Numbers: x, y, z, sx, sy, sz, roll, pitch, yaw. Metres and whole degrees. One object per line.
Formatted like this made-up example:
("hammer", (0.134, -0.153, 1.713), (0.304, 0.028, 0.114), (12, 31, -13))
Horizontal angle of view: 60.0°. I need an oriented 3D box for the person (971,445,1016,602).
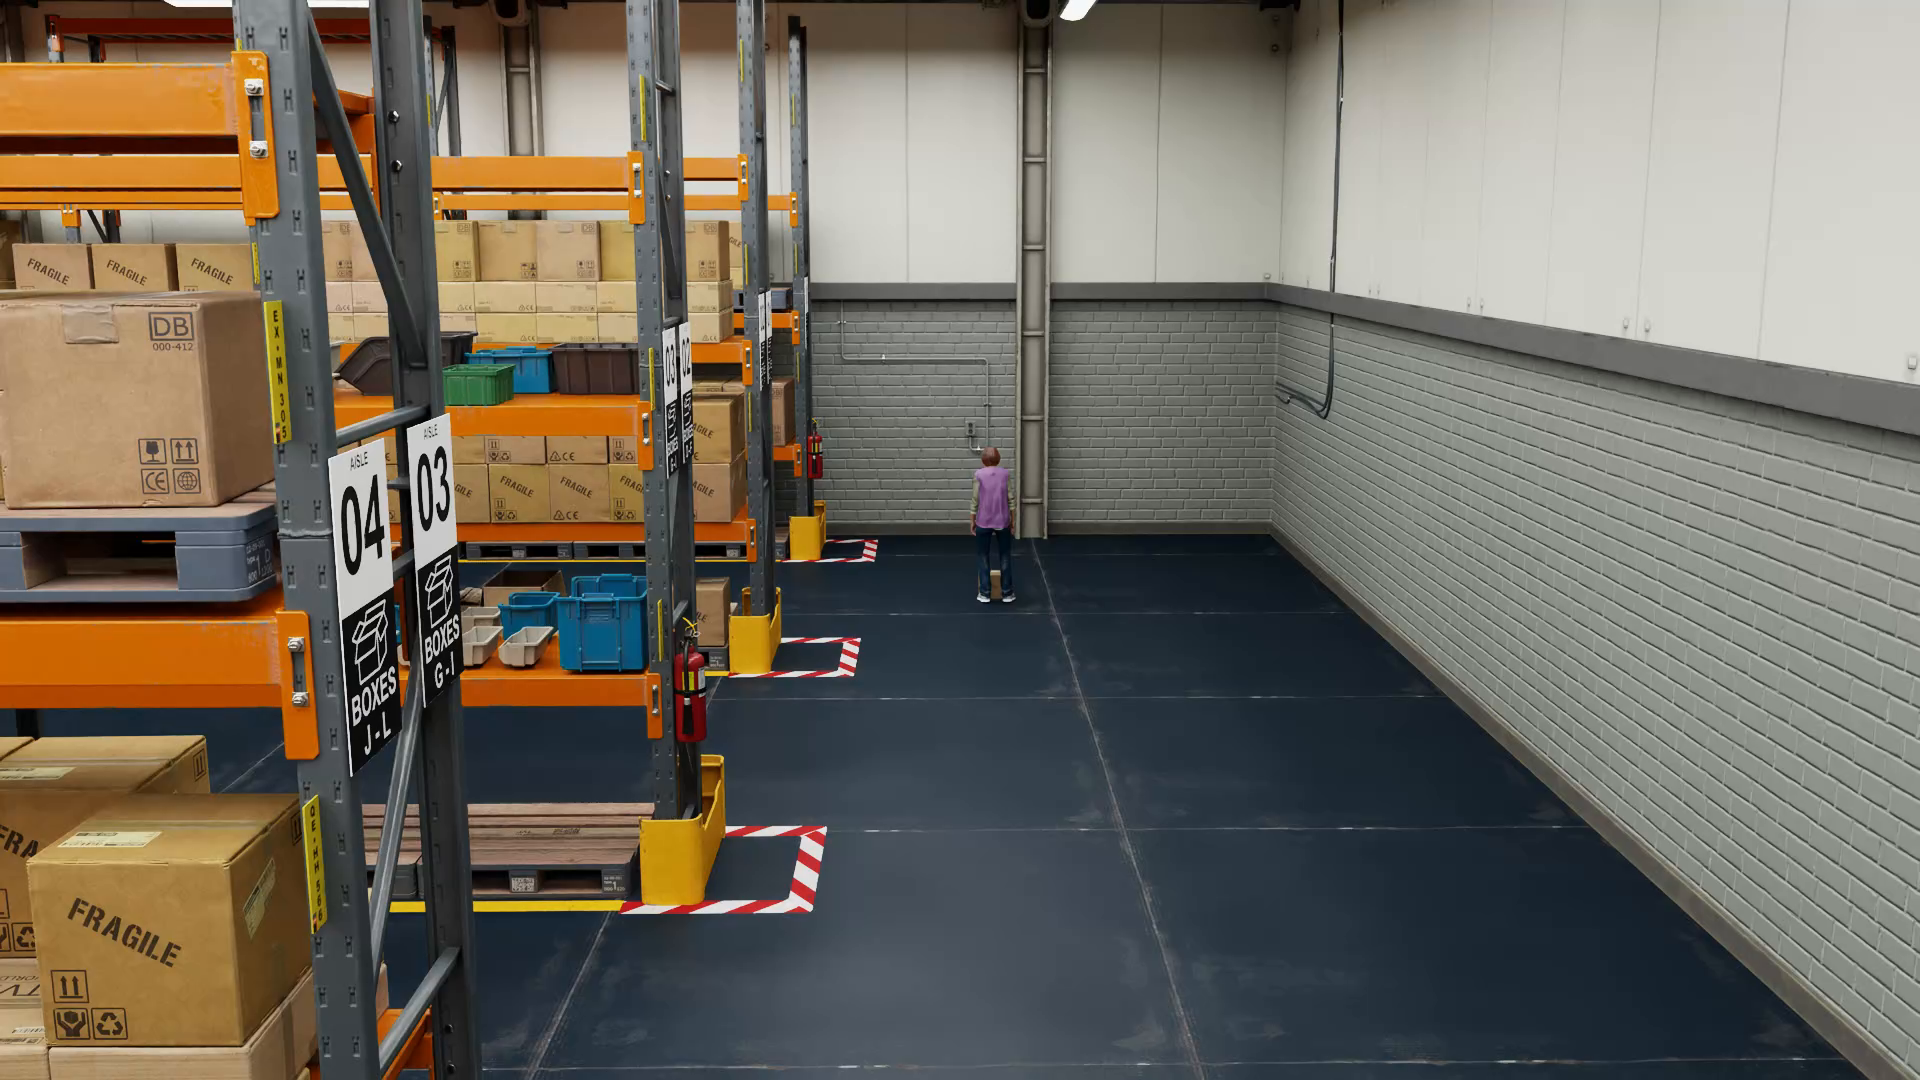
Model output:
("person", (0.340, -0.158, 16.792), (0.461, 1.593, 0.343), (0, 11, -1))
